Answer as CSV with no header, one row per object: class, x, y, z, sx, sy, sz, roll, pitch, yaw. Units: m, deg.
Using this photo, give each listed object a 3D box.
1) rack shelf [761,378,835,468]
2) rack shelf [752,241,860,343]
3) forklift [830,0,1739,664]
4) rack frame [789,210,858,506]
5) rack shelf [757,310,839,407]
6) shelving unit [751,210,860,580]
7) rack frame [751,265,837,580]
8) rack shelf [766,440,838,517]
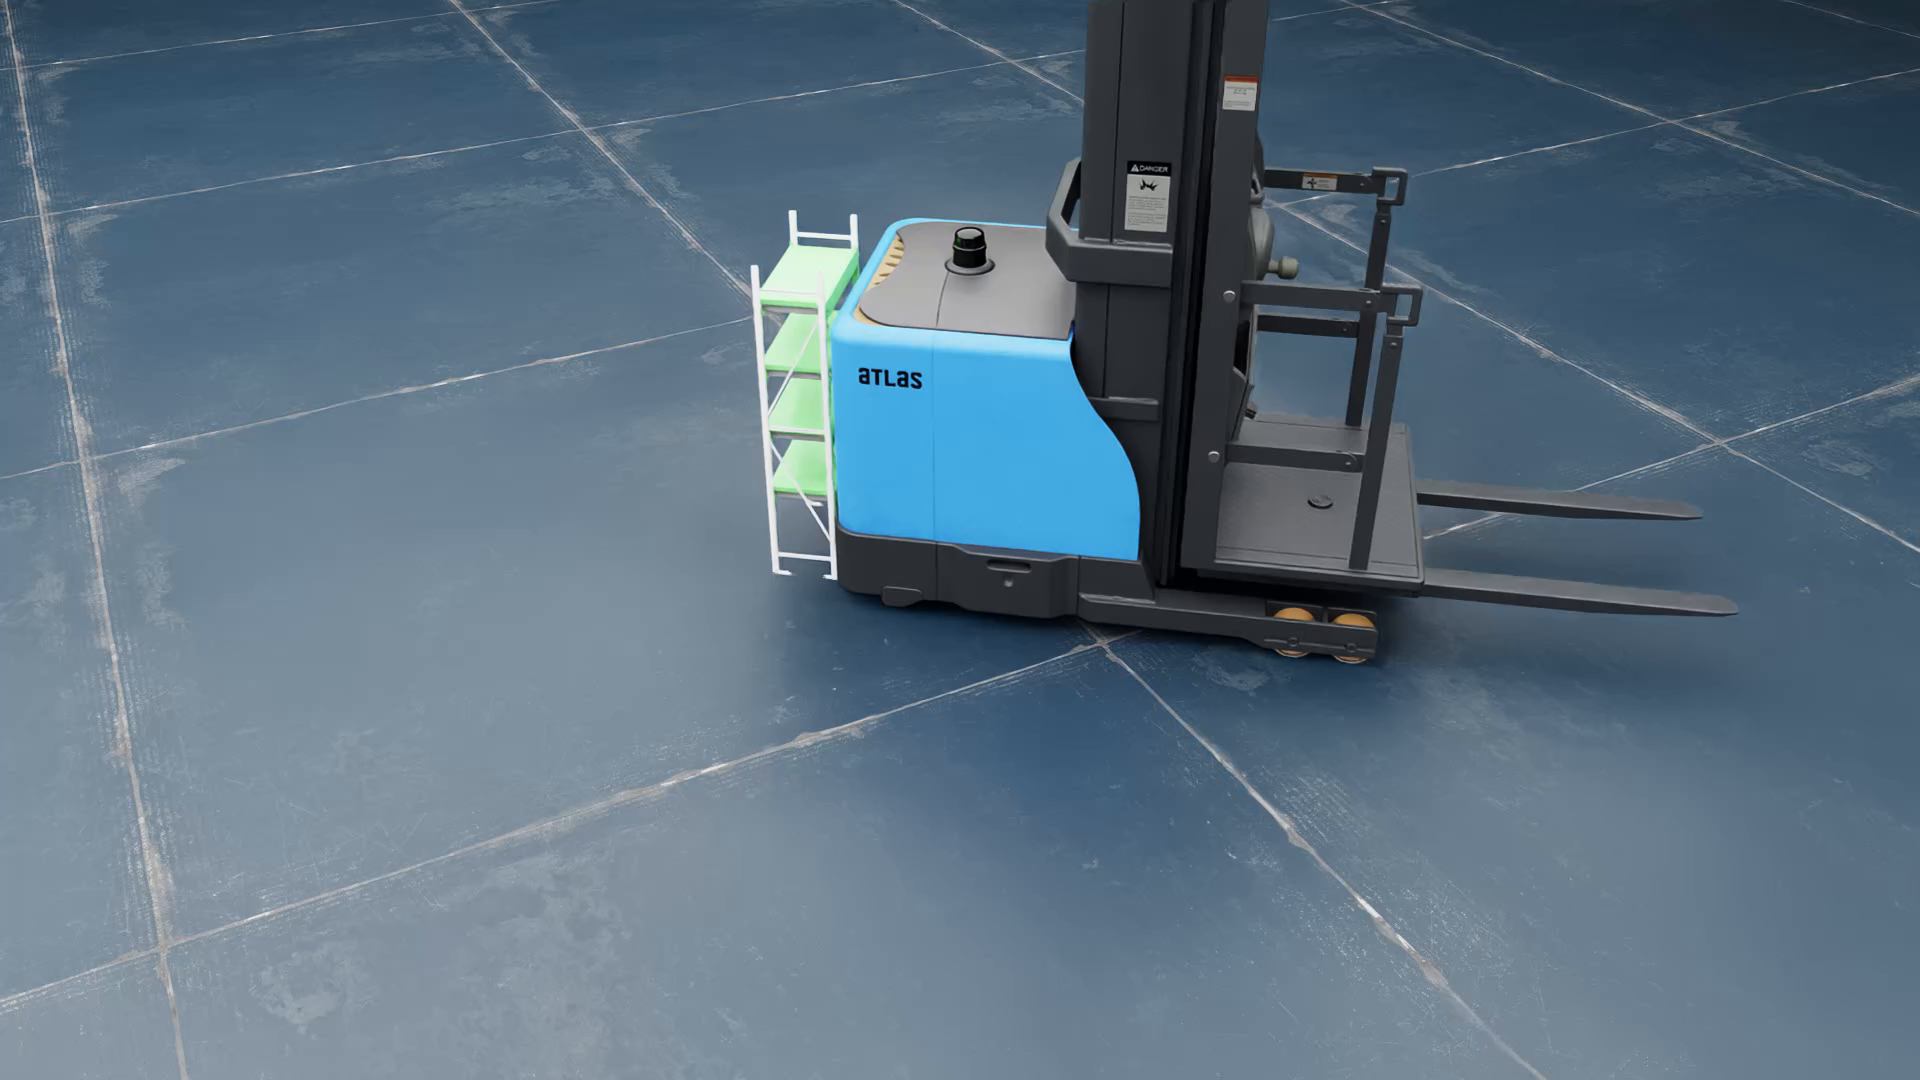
rack shelf,-0.520,-0.452,5.961,0.258,0.148,0.480,5,33,8
rack shelf,-0.520,-0.856,5.702,0.258,0.148,0.480,5,33,8
forklift,1.131,-1.130,5.296,3.031,2.935,1.130,6,33,9
rack frame,-0.479,-0.635,6.129,0.240,1.200,0.015,5,33,8
rack shelf,-0.520,-0.654,5.832,0.258,0.148,0.480,5,33,8
shelving unit,-0.520,-0.505,5.927,0.258,1.200,0.503,5,33,8
rack frame,-0.561,-0.376,5.724,0.240,1.200,0.015,5,33,8
rack shelf,-0.520,-0.250,6.091,0.258,0.148,0.480,5,33,8
